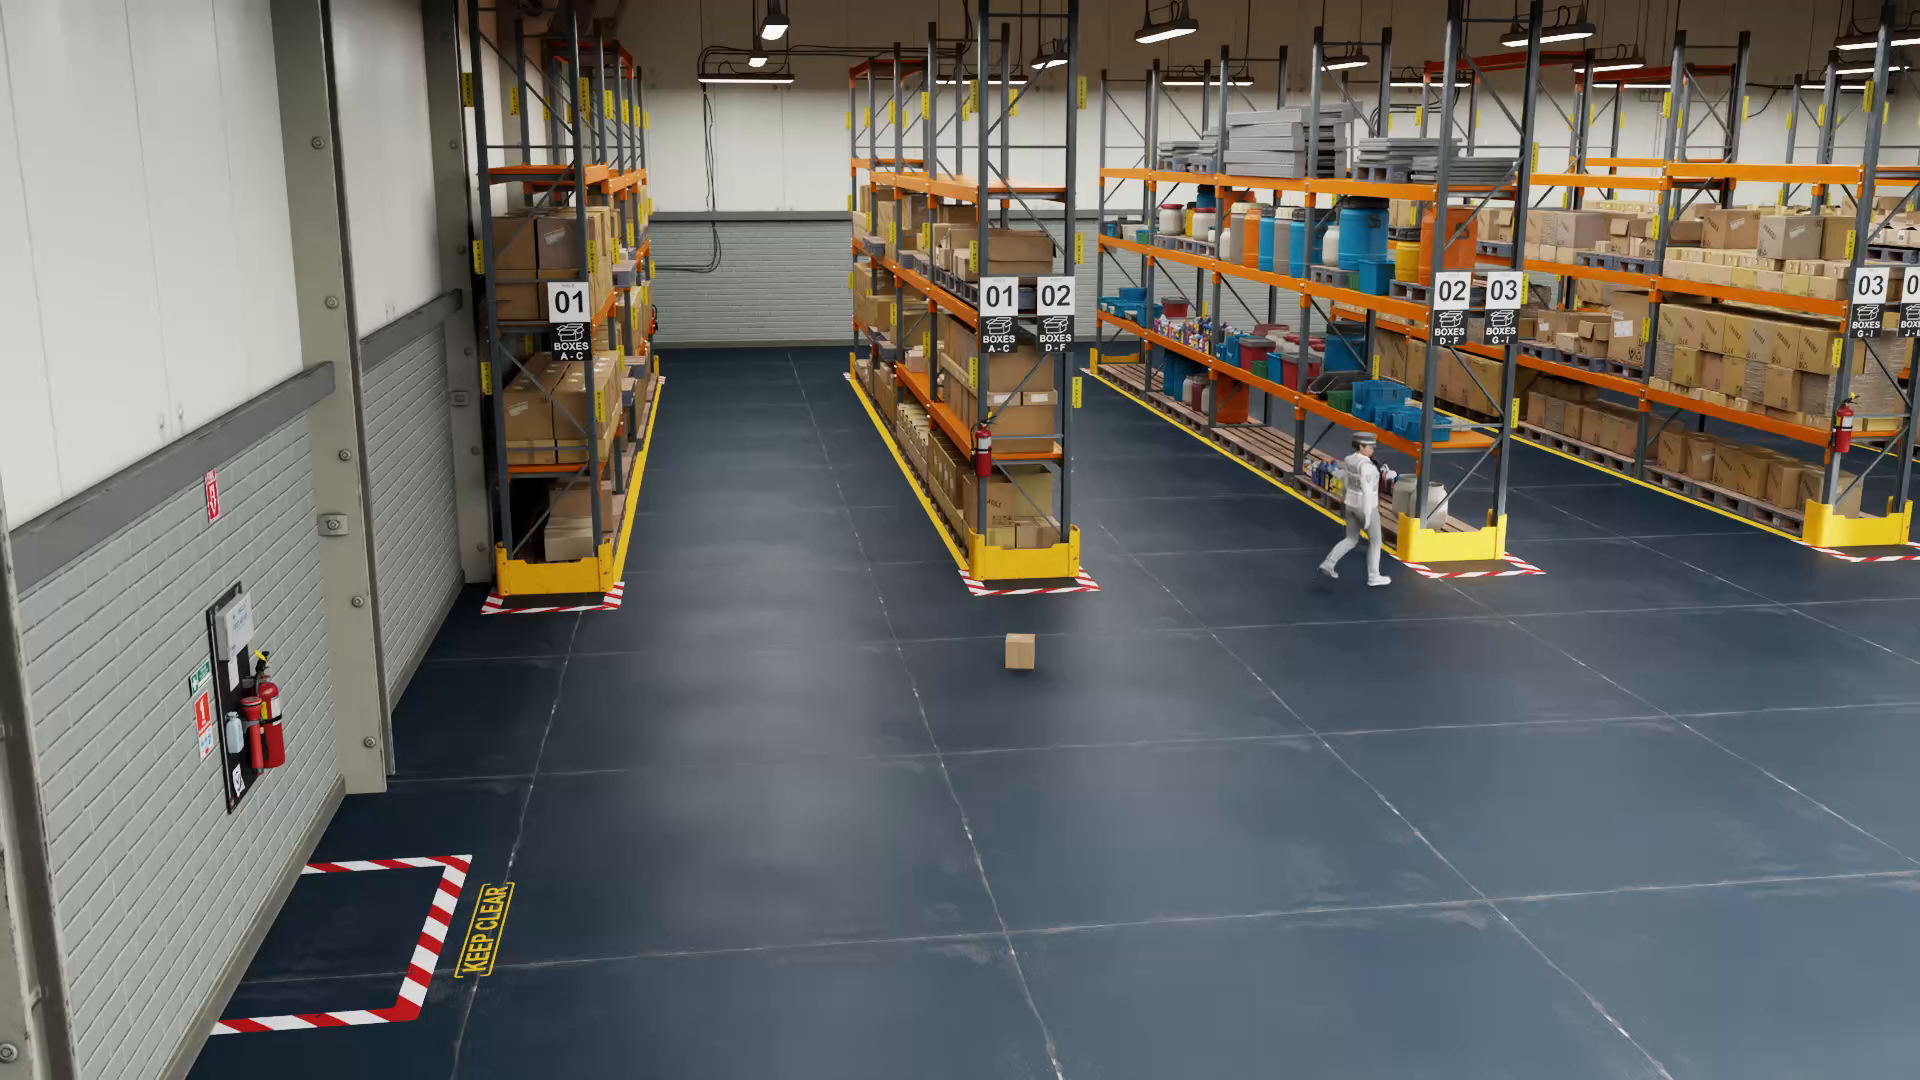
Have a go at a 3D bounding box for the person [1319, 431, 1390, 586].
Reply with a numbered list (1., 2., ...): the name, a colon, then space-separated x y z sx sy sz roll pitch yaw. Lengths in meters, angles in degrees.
1. person: 4.159 -0.326 17.318 0.795 1.637 0.506 -6 14 -23
